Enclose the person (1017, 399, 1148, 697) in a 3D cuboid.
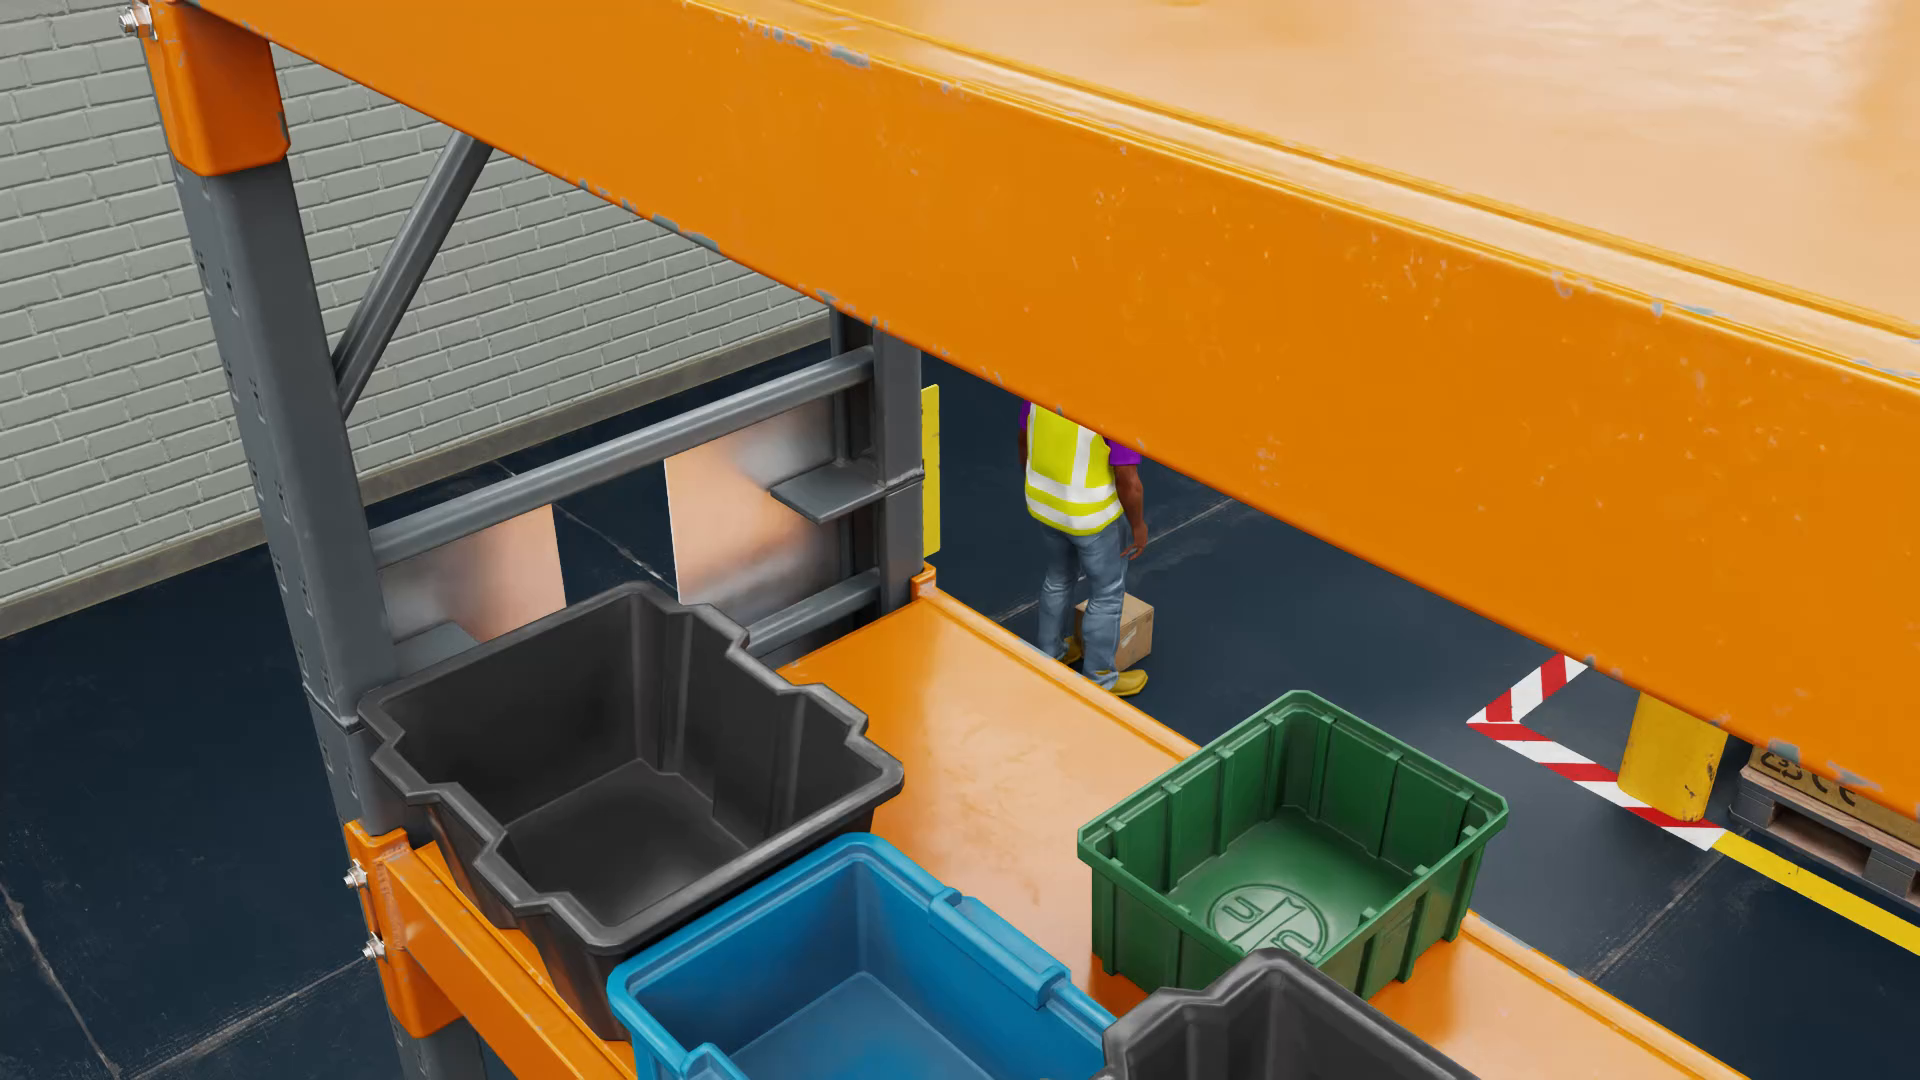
[{"bbox_3d":[0.516,-0.155,6.872,0.627,1.759,0.462,27,41,37],"label":"person"}]
